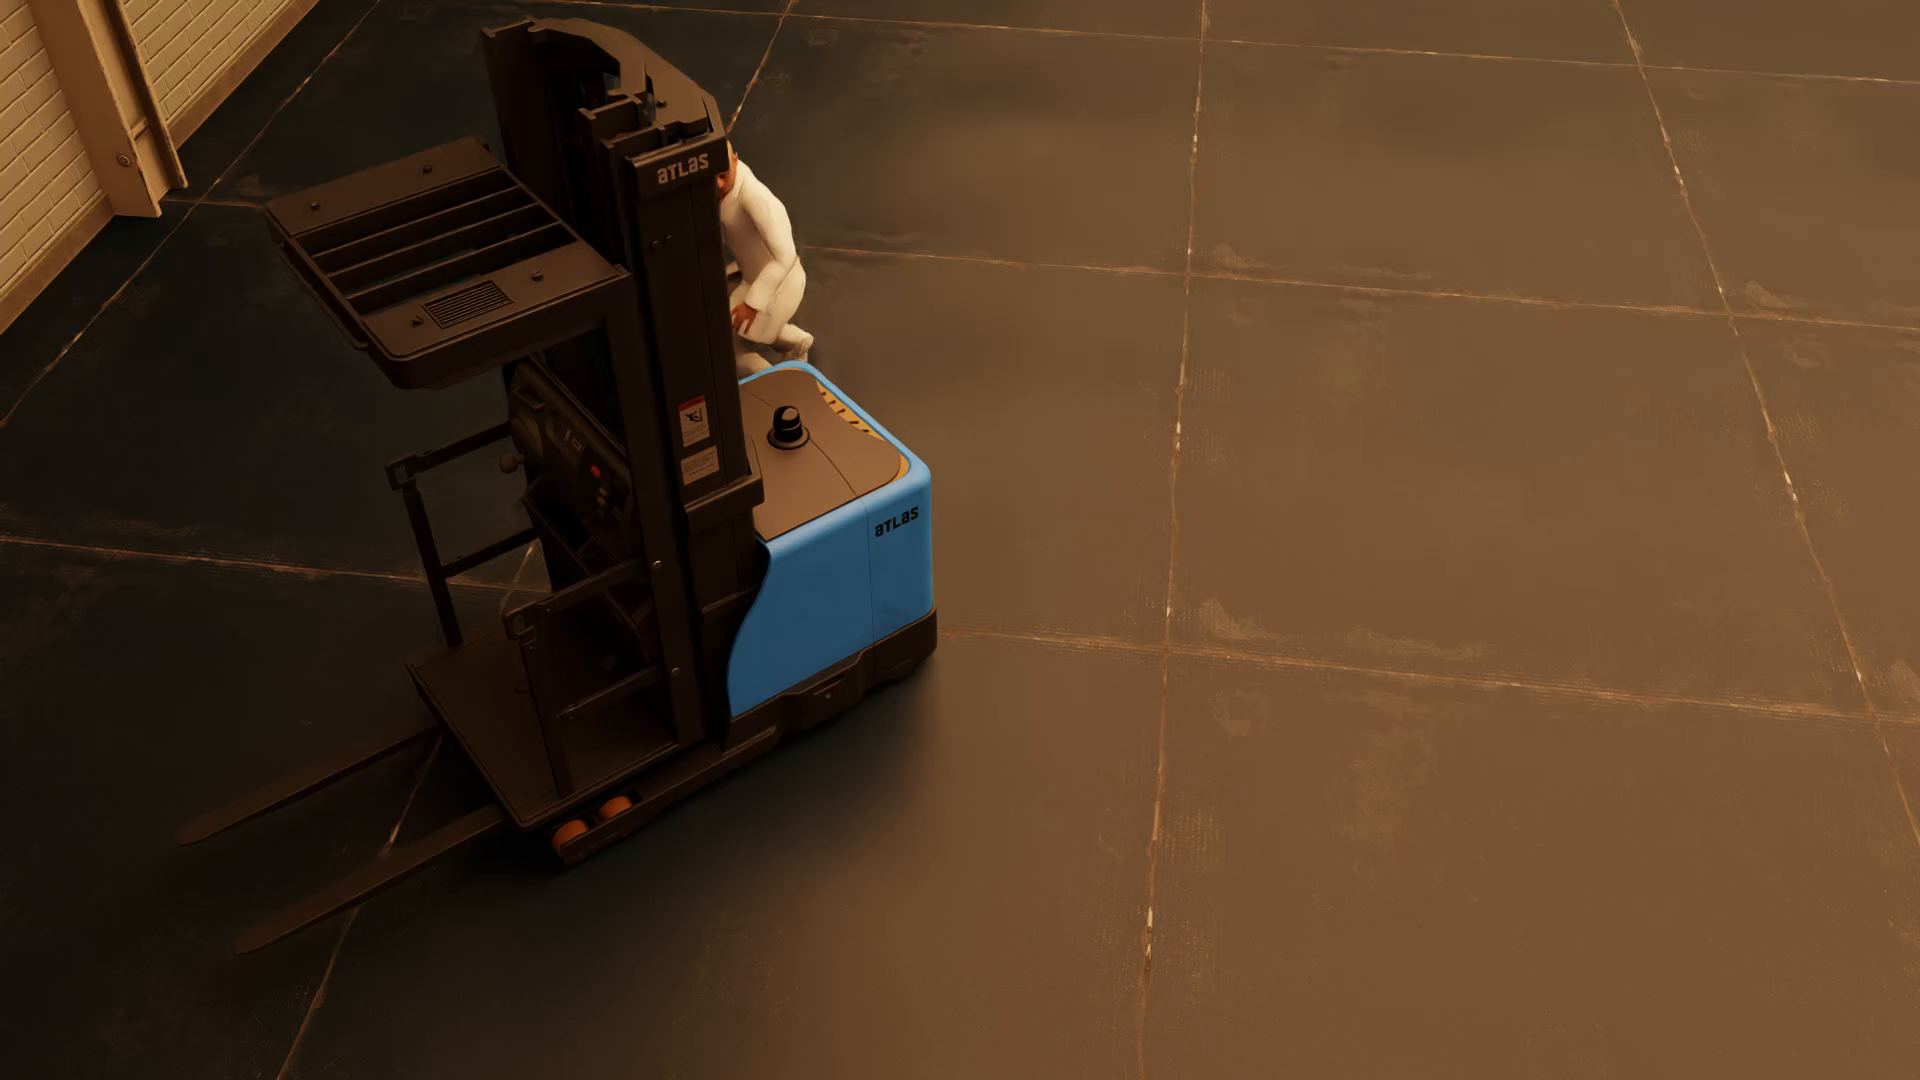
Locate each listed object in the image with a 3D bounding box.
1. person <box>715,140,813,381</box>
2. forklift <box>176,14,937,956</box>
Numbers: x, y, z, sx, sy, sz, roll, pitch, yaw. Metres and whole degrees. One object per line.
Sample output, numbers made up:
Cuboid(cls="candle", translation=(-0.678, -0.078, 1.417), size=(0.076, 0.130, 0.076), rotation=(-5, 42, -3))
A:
Cuboid(cls="person", translation=(-0.992, -1.313, 8.195), size=(0.538, 1.636, 1.027), rotation=(-12, 44, -13))
Cuboid(cls="forklift", translation=(-1.582, -0.227, 5.972), size=(3.031, 2.935, 1.130), rotation=(-27, 49, -26))
